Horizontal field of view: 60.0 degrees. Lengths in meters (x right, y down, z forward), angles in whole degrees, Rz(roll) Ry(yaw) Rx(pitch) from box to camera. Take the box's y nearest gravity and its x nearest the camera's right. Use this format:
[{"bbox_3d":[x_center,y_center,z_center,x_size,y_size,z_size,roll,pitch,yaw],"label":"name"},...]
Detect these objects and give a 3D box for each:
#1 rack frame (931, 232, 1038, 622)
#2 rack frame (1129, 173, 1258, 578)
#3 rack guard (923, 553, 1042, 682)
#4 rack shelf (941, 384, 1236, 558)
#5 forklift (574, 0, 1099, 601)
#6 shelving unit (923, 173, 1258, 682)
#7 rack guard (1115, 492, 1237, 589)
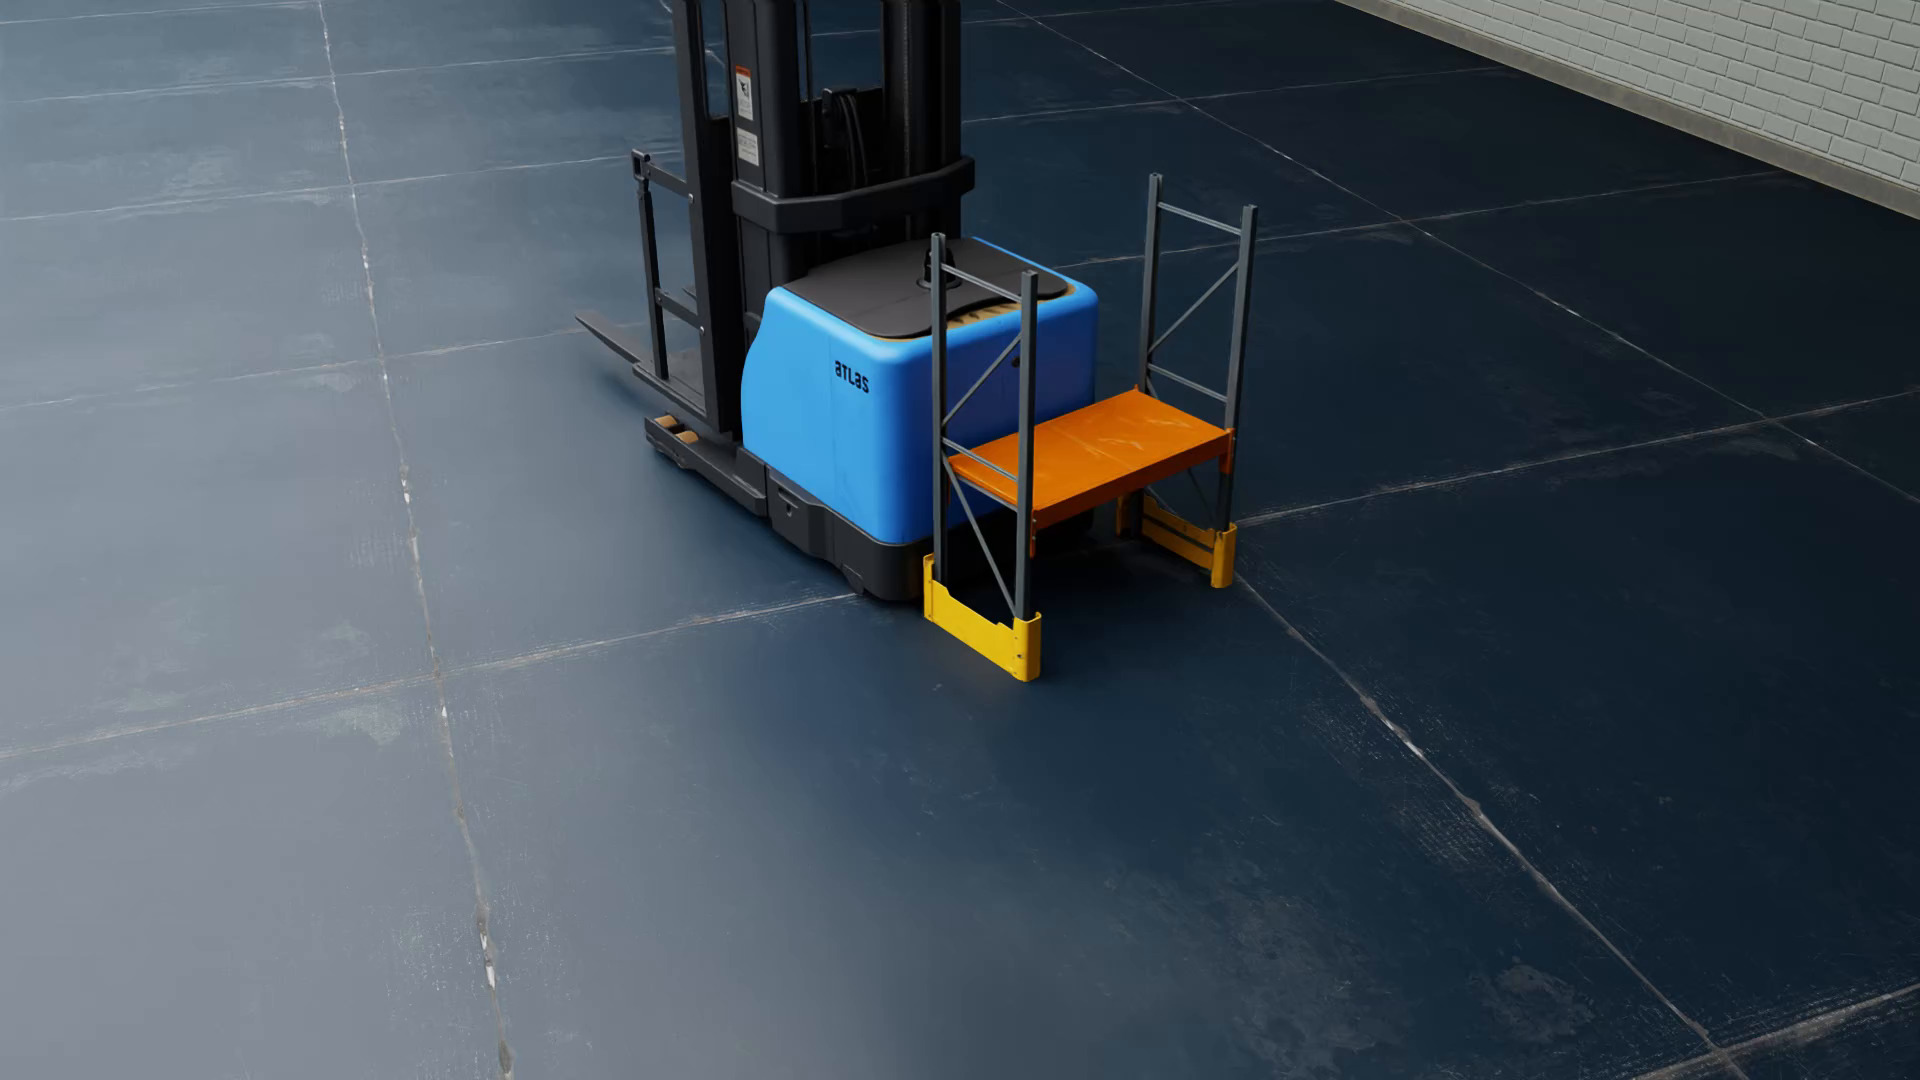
[{"bbox_3d":[0.074,-0.270,5.709,0.032,1.500,0.500,-22,36,-33],"label":"rack frame"},{"bbox_3d":[0.860,-0.589,6.268,0.032,1.500,0.500,-22,36,-33],"label":"rack frame"},{"bbox_3d":[0.075,0.273,6.019,0.087,0.250,0.587,-22,36,-33],"label":"rack guard"},{"bbox_3d":[0.467,-0.273,6.077,1.000,0.185,0.538,-22,36,-33],"label":"rack shelf"},{"bbox_3d":[-0.748,-1.716,6.800,1.130,2.935,3.031,-20,36,-32],"label":"forklift"},{"bbox_3d":[0.460,-0.426,5.983,1.083,1.500,0.587,-22,36,-33],"label":"shelving unit"},{"bbox_3d":[0.845,-0.040,6.567,0.087,0.250,0.587,-22,36,-33],"label":"rack guard"}]
